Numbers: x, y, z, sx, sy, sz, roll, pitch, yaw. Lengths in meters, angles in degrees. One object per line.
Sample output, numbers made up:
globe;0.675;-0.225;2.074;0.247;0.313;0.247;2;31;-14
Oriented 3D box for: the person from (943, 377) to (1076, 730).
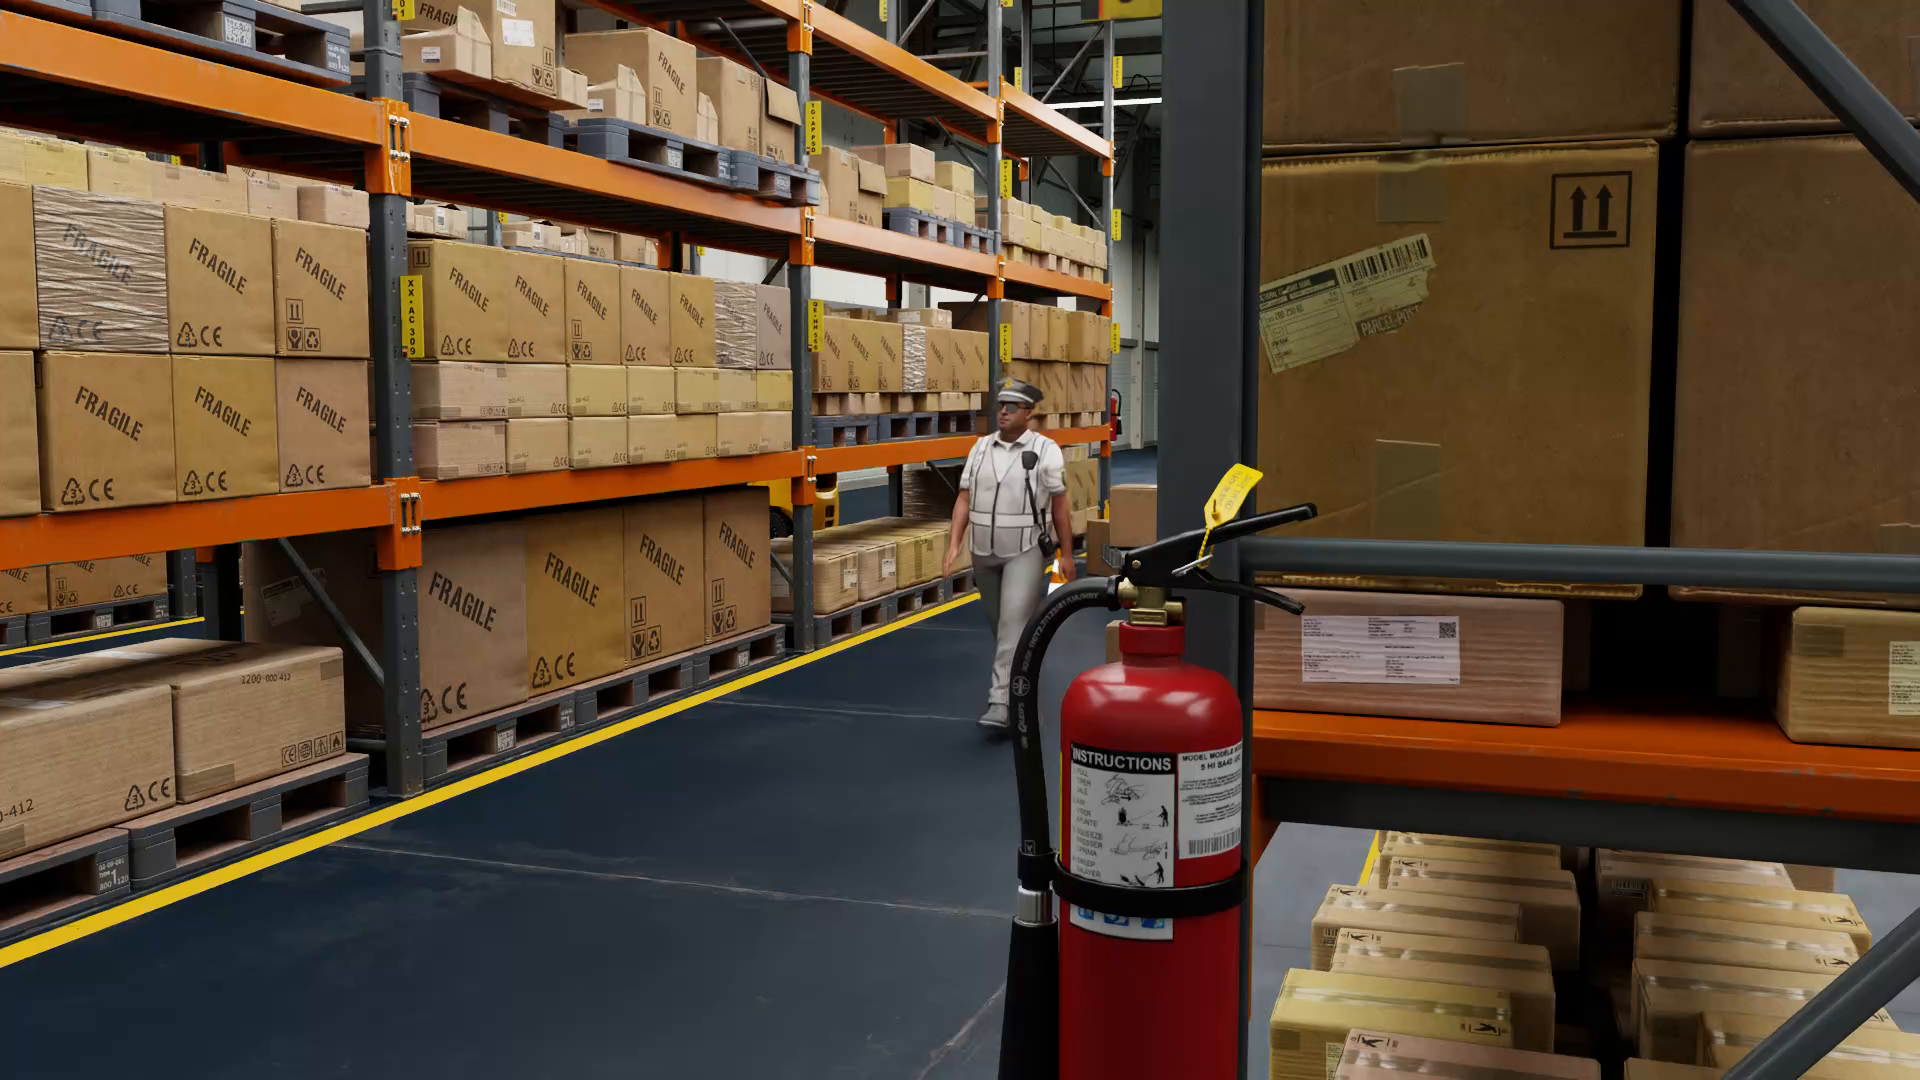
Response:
person;0.224;0.037;8.368;0.573;1.711;1.077;3;6;28
